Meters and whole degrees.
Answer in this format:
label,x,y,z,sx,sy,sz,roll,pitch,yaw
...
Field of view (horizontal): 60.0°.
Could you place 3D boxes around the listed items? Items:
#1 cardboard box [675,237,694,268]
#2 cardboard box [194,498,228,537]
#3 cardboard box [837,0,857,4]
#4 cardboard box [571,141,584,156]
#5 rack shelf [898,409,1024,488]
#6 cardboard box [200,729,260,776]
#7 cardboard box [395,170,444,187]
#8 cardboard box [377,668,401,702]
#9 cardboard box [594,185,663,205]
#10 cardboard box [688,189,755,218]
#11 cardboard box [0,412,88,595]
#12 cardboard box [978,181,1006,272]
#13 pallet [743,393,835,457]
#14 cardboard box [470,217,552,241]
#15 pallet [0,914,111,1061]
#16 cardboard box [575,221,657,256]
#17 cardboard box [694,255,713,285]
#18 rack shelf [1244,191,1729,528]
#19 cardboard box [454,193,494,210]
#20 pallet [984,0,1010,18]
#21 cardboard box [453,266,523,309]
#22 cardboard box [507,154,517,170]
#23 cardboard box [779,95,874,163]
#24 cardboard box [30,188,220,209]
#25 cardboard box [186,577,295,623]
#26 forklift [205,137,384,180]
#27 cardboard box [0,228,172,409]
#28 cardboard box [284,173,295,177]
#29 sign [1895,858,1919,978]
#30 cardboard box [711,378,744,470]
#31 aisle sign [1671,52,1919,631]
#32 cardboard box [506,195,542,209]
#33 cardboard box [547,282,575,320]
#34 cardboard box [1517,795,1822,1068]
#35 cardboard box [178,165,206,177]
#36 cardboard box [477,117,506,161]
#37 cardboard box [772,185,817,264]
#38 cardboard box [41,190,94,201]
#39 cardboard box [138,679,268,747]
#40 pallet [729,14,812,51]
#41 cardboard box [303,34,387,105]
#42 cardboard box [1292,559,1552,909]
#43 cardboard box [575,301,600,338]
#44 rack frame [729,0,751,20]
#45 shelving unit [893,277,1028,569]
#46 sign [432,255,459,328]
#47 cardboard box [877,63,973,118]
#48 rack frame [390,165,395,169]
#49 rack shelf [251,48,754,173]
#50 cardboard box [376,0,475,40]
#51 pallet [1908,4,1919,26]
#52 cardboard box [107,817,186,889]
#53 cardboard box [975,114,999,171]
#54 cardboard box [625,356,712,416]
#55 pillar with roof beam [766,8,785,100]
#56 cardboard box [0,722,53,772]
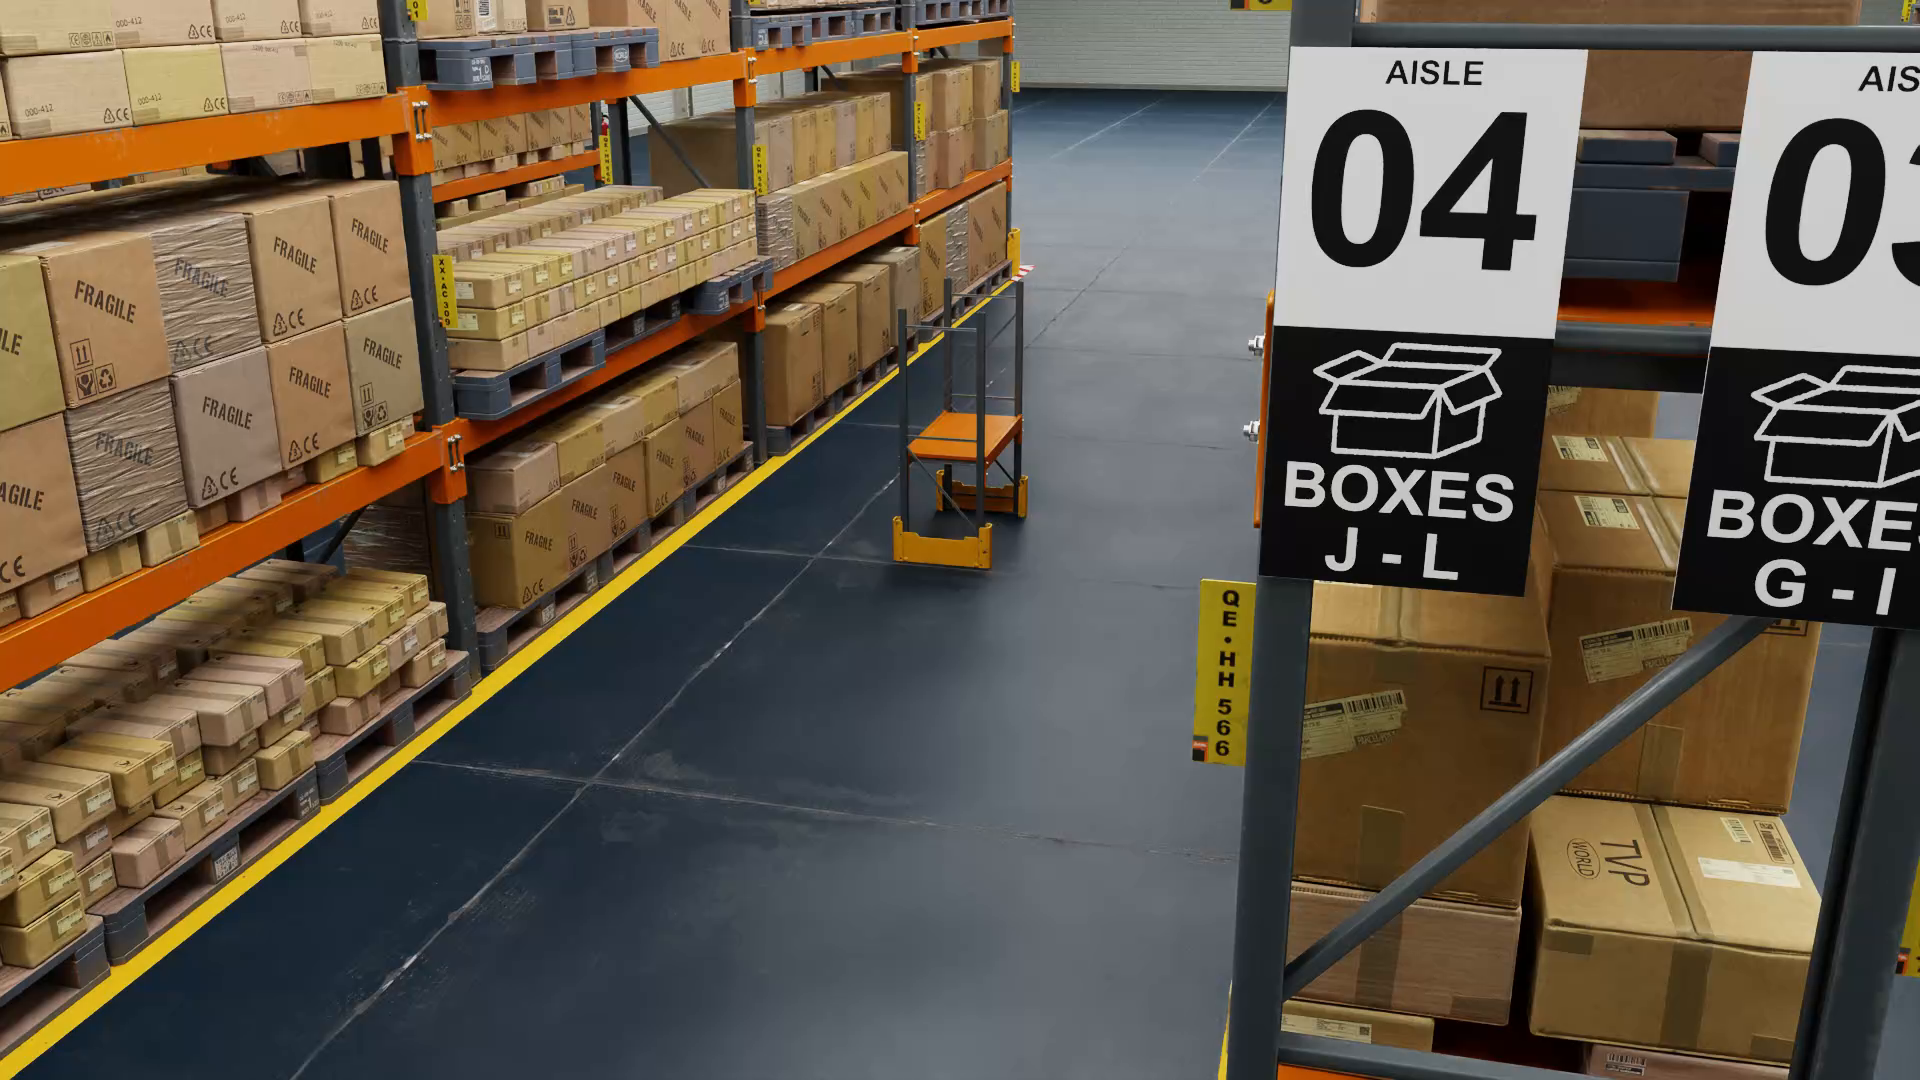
label,x,y,z,sx,sy,sz,roll,pitch,yaw
cardboard box,-1.797,-1.709,9.829,0.380,0.149,0.250,5,19,13
cardboard box,-3.006,-0.111,6.260,0.380,0.149,0.250,4,19,13
cardboard box,-1.105,-4.312,12.864,0.500,0.311,0.500,4,19,11
cardboard box,-4.576,-4.527,19.190,0.380,0.149,0.250,4,19,13
rack shelf,0.021,-0.566,10.082,0.538,0.185,1.000,5,19,13
cardboard box,-3.001,0.791,6.531,0.380,0.149,0.250,4,19,11
cardboard box,-5.327,-3.569,16.386,0.380,0.149,0.250,5,19,13
cardboard box,-2.755,0.627,7.472,0.380,0.149,0.250,5,20,15
cardboard box,-2.169,-2.232,10.901,0.380,0.149,0.250,5,19,13
cardboard box,-1.543,-2.173,10.728,0.380,0.149,0.250,4,19,11
cardboard box,-3.207,-0.124,5.294,0.500,0.500,0.500,5,19,14
cardboard box,-0.015,-3.485,18.387,0.875,0.875,0.875,5,19,14
pallet,-1.602,-0.923,12.564,1.003,0.211,1.213,5,19,13
cardboard box,-2.553,-1.744,9.471,0.380,0.149,0.250,4,19,13
pallet,-3.571,1.550,5.324,1.003,0.211,1.213,5,19,13
cardboard box,-1.925,-1.687,9.304,0.380,0.149,0.250,5,20,15
cardboard box,-1.732,-1.655,10.130,0.380,0.149,0.250,4,19,13
rack shelf,1.451,-0.777,4.294,1.077,0.370,4.000,5,19,13
cardboard box,-5.097,-3.533,17.332,0.380,0.149,0.250,5,20,15
pallet,-0.084,-5.653,17.595,1.003,0.211,1.213,5,19,13
cardboard box,-2.303,-1.197,7.869,0.380,0.149,0.250,6,20,16
cardboard box,-4.971,-4.051,17.795,0.380,0.149,0.250,5,19,13
cardboard box,-1.130,-3.459,13.971,0.700,0.500,0.500,4,19,12
cardboard box,-3.303,-1.124,6.674,0.500,0.500,0.500,4,19,12
cardboard box,-3.255,0.294,7.527,0.380,0.149,0.250,6,20,16
forklift,-4.241,-1.955,11.378,1.130,2.935,3.031,5,19,14
cardboard box,-3.068,-0.755,5.596,0.500,0.500,0.500,4,19,12
cardboard box,-6.000,-3.118,14.416,0.380,0.149,0.250,4,19,11
sign,1.499,0.528,2.541,0.100,0.325,0.005,5,19,13
cardboard box,-1.775,-0.791,11.080,0.500,0.500,0.500,5,19,13
aisle sign,1.236,-0.255,2.271,0.394,0.787,0.004,5,19,13
cardboard box,-4.935,-3.528,18.319,0.500,0.500,0.500,4,19,12
cardboard box,-2.179,-1.218,8.392,0.380,0.149,0.250,5,20,15
cardboard box,1.342,0.730,3.181,0.500,0.250,0.500,4,19,12
cardboard box,-6.237,-3.035,13.167,0.500,0.500,0.500,6,20,16
cardboard box,-5.102,-4.234,17.329,0.500,0.500,0.500,4,19,13
cardboard box,-1.375,-2.328,12.208,0.500,0.500,0.500,4,19,13
cardboard box,-6.564,-2.355,11.900,0.500,0.250,0.500,5,19,13
cardboard box,-2.927,0.667,6.433,0.380,0.149,0.250,4,19,11
pallet,-1.762,-3.538,11.557,1.213,0.211,1.003,6,20,16
cardboard box,-2.703,-1.921,6.764,0.500,0.250,0.500,5,20,15
cardboard box,0.827,0.331,3.190,0.500,0.500,0.500,5,19,14
cardboard box,-2.113,-1.159,8.679,0.380,0.149,0.250,5,19,14
rack frame,-1.868,-4.841,10.438,1.000,3.000,0.127,5,19,13
shelving unit,0.019,-0.734,10.015,0.587,1.500,1.083,5,19,13
sign,-2.317,-1.117,7.479,0.100,0.325,0.005,5,19,13
cardboard box,-0.355,-4.634,17.210,0.875,0.550,0.550,5,19,13
rack frame,-5.715,-3.615,16.130,1.000,3.000,0.127,5,19,13
rack shelf,-2.356,-2.454,9.204,1.077,0.370,4.000,5,19,13
cardboard box,-2.646,-2.524,7.491,0.700,0.500,0.500,5,19,13
pallet,9.378,-4.773,15.173,1.003,0.211,1.213,5,19,13
cardboard box,-3.061,1.120,6.029,0.380,0.149,0.250,4,19,11
cardboard box,-0.073,-4.286,17.864,0.875,0.550,0.550,5,19,13
cardboard box,-1.893,-0.978,10.469,0.500,0.250,0.500,5,19,14
pillar with roof beam,-0.558,-15.134,40.573,9.100,9.000,0.400,5,19,13
cardboard box,-3.573,0.784,6.091,0.380,0.149,0.250,4,19,12
